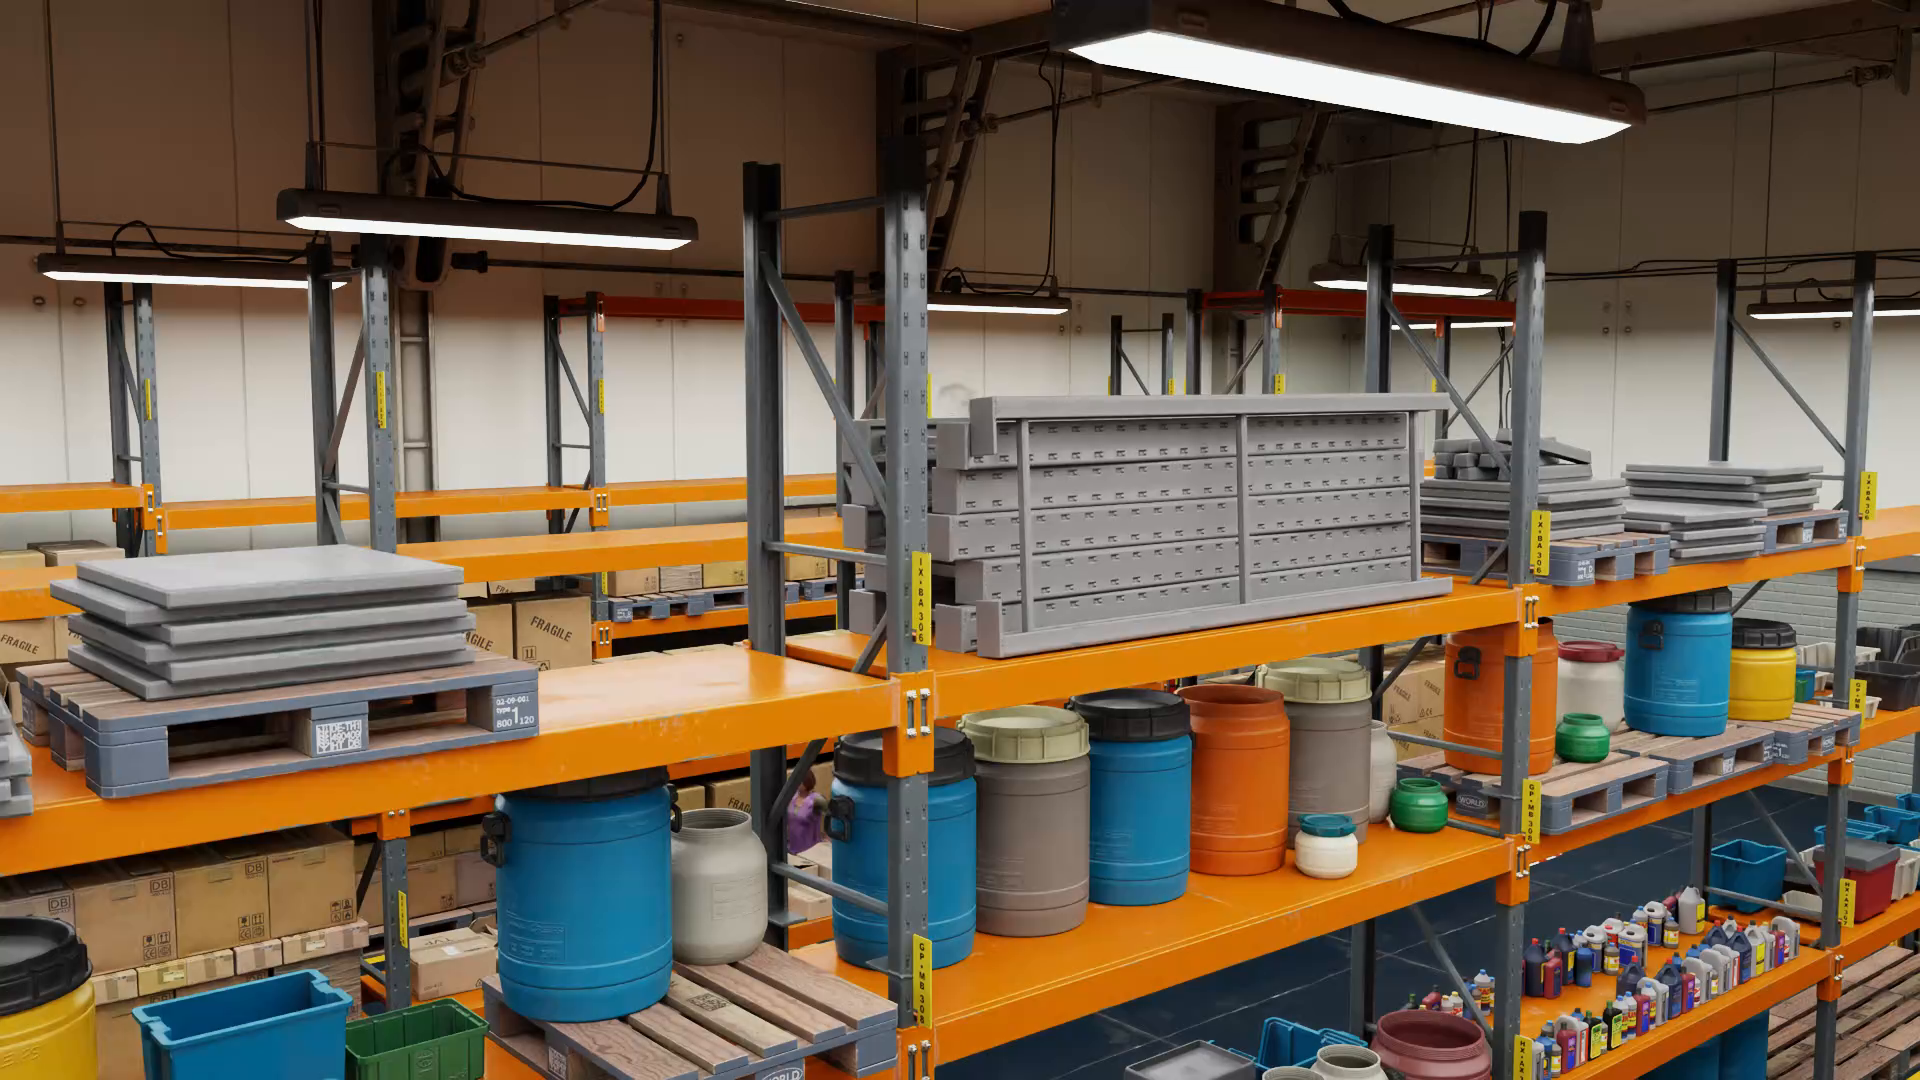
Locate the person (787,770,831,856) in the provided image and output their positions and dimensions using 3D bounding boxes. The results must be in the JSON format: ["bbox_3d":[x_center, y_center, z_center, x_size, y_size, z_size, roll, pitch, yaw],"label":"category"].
[{"bbox_3d":[-1.407,2.874,15.320,0.568,1.584,0.852,4,7,39],"label":"person"}]
